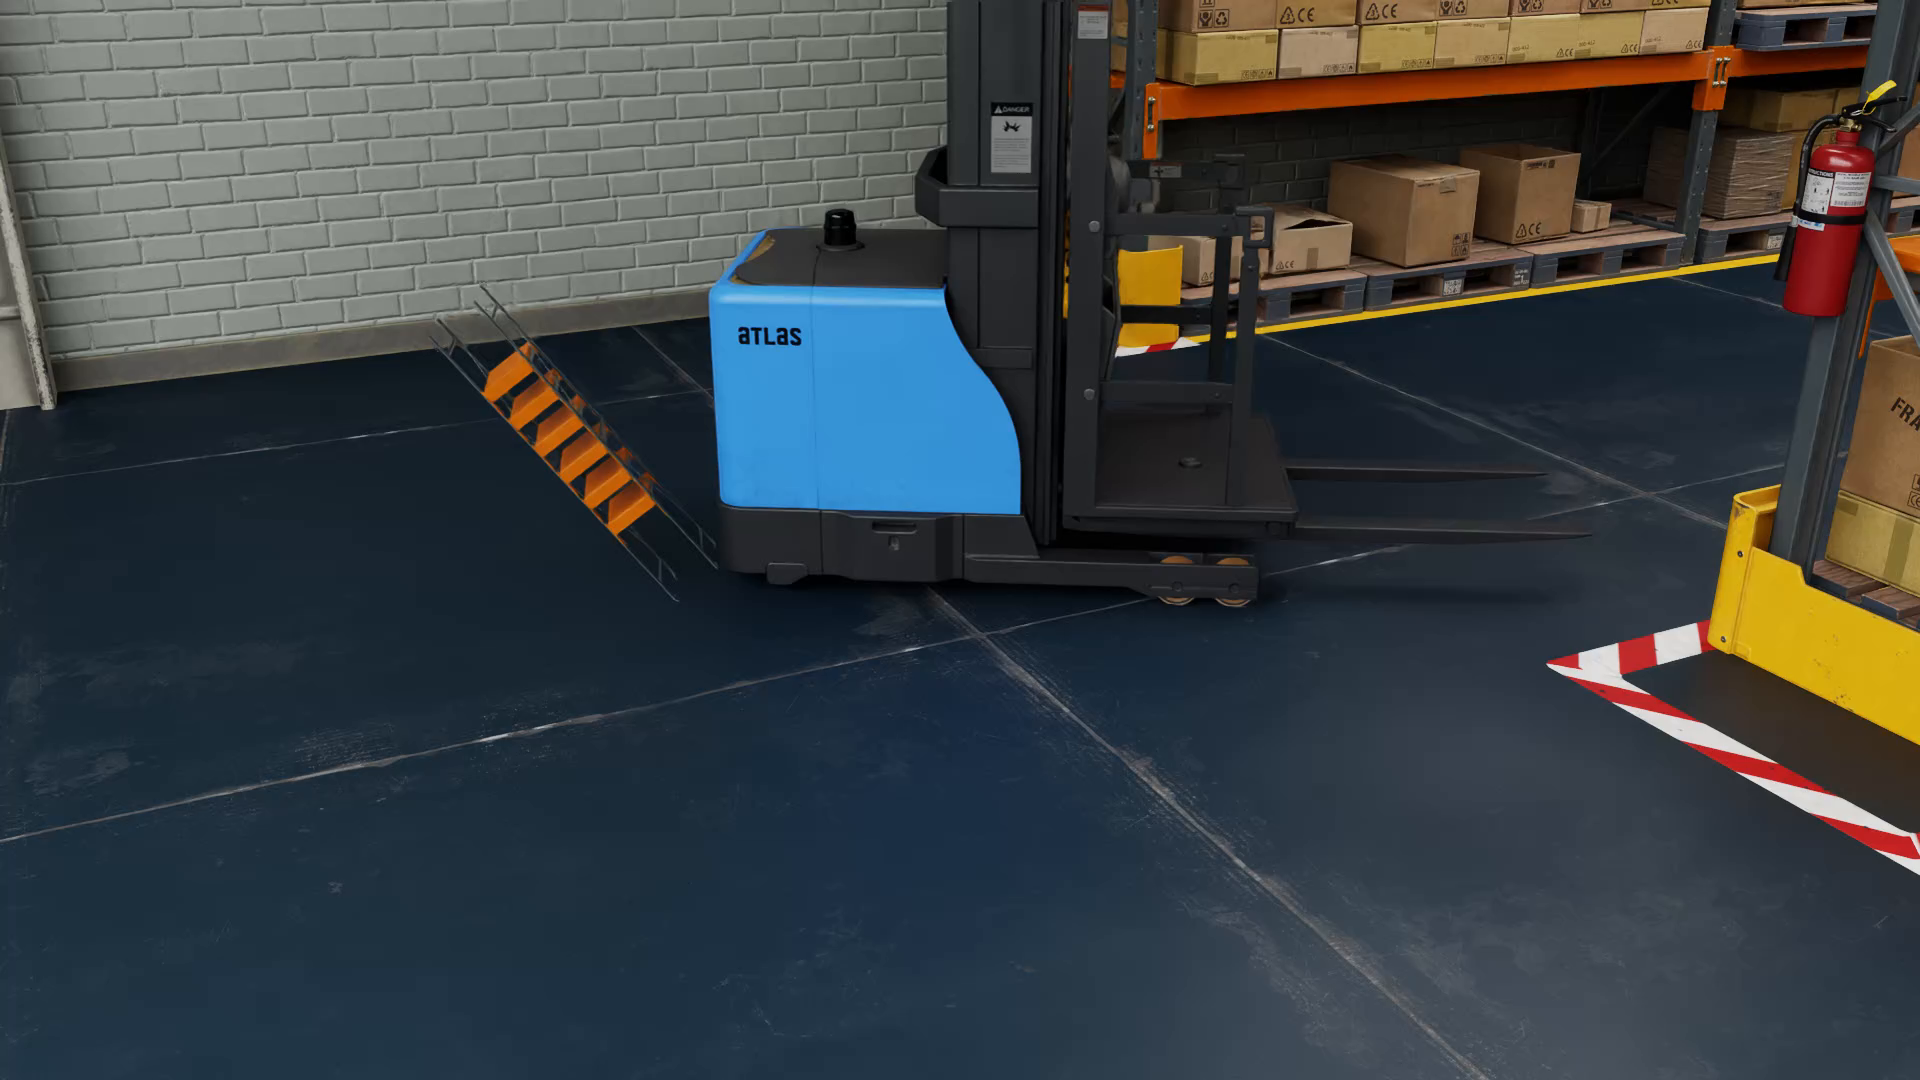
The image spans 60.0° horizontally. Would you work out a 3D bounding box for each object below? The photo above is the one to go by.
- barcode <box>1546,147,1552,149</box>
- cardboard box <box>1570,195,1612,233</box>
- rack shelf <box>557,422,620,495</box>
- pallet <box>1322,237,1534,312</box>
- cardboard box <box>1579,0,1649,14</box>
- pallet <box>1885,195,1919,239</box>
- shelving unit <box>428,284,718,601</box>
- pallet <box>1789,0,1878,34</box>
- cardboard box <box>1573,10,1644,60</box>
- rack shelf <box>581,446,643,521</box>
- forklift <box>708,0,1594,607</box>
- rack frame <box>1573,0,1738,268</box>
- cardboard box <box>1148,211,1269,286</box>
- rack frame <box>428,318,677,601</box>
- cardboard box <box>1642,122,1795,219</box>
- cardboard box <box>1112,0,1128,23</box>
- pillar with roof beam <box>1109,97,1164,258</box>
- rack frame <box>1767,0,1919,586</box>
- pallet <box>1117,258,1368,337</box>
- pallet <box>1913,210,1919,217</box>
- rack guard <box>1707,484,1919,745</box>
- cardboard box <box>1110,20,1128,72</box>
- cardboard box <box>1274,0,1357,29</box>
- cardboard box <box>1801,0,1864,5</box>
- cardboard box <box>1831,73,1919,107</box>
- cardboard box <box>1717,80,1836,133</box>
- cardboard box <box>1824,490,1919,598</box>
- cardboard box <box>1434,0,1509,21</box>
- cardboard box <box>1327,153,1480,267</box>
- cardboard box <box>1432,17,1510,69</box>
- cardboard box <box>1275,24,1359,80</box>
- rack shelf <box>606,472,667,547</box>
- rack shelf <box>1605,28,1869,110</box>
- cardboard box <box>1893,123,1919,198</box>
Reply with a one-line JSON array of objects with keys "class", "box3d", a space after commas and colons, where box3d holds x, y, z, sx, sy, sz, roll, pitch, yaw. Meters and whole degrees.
[{"class": "barcode", "box3d": [3.717, -2.451, 10.525, 0.075, 0.075, 0.001, -10, 25, -24]}, {"class": "cardboard box", "box3d": [3.838, -2.057, 10.427, 0.250, 0.166, 0.380, -14, 26, -30]}, {"class": "rack shelf", "box3d": [-1.250, -0.283, 5.611, 0.180, 0.103, 0.258, -37, 24, 6]}, {"class": "pallet", "box3d": [2.617, -1.646, 9.951, 1.213, 0.211, 1.003, -10, 25, -24]}, {"class": "cardboard box", "box3d": [3.568, -3.279, 9.438, 0.500, 0.500, 0.500, -11, 25, -24]}, {"class": "pallet", "box3d": [6.109, -2.307, 11.548, 1.213, 0.211, 1.003, -10, 25, -24]}, {"class": "shelving unit", "box3d": [-1.276, -0.315, 5.593, 0.189, 1.200, 0.258, -37, 24, 6]}, {"class": "pallet", "box3d": [6.146, -3.494, 11.021, 1.213, 0.211, 1.003, -10, 25, -24]}, {"class": "cardboard box", "box3d": [3.560, -2.939, 9.599, 0.500, 0.250, 0.500, -10, 25, -23]}, {"class": "rack shelf", "box3d": [-1.180, -0.198, 5.659, 0.180, 0.103, 0.258, -37, 24, 6]}, {"class": "forklift", "box3d": [0.693, -1.336, 5.644, 3.031, 2.935, 1.130, 2, 23, 4]}, {"class": "rack frame", "box3d": [4.307, -3.262, 10.209, 0.127, 3.000, 1.000, -10, 25, -24]}, {"class": "cardboard box", "box3d": [1.366, -1.643, 9.238, 0.500, 0.311, 0.500, -14, 26, -30]}, {"class": "rack frame", "box3d": [-1.349, -0.260, 5.603, 0.006, 1.200, 0.240, -37, 24, 6]}, {"class": "cardboard box", "box3d": [4.963, -2.438, 10.911, 0.500, 0.500, 0.700, -10, 24, -22]}, {"class": "cardboard box", "box3d": [1.036, -3.036, 8.853, 0.500, 0.500, 0.500, -11, 25, -24]}, {"class": "pillar with roof beam", "box3d": [2.826, -4.301, 4.875, 0.400, 9.000, 9.100, -10, 25, -24]}, {"class": "rack frame", "box3d": [2.855, -0.892, 4.483, 0.127, 3.000, 1.000, -10, 25, -24]}, {"class": "pallet", "box3d": [1.519, -1.445, 9.466, 1.213, 0.211, 1.003, -10, 25, -24]}, {"class": "pallet", "box3d": [7.207, -2.508, 12.033, 1.213, 0.211, 1.003, -10, 25, -24]}, {"class": "rack guard", "box3d": [2.833, 0.267, 4.952, 0.348, 0.500, 1.175, -10, 25, -24]}, {"class": "cardboard box", "box3d": [1.040, -2.683, 8.979, 0.500, 0.250, 0.500, -10, 25, -23]}, {"class": "cardboard box", "box3d": [1.713, -2.939, 8.618, 0.500, 0.500, 0.500, -10, 25, -23]}, {"class": "cardboard box", "box3d": [5.287, -3.674, 10.499, 0.500, 0.500, 0.700, -8, 24, -18]}, {"class": "cardboard box", "box3d": [6.283, -3.023, 11.344, 0.500, 0.250, 0.500, -11, 25, -24]}, {"class": "cardboard box", "box3d": [5.359, -2.859, 10.947, 0.500, 0.250, 0.500, -11, 25, -25]}, {"class": "cardboard box", "box3d": [3.210, -0.006, 5.390, 0.500, 0.250, 0.500, -10, 25, -24]}, {"class": "cardboard box", "box3d": [2.642, -3.112, 9.037, 0.500, 0.500, 0.500, -10, 24, -22]}, {"class": "cardboard box", "box3d": [2.562, -1.930, 9.683, 0.500, 0.500, 0.700, -12, 25, -27]}, {"class": "cardboard box", "box3d": [2.660, -2.767, 9.182, 0.500, 0.250, 0.500, -10, 25, -23]}, {"class": "cardboard box", "box3d": [1.742, -2.601, 8.782, 0.500, 0.250, 0.500, -11, 25, -25]}, {"class": "rack shelf", "box3d": [-1.110, -0.113, 5.707, 0.180, 0.103, 0.258, -37, 24, 6]}, {"class": "rack shelf", "box3d": [6.110, -3.261, 11.148, 4.000, 0.370, 1.077, -10, 25, -24]}, {"class": "cardboard box", "box3d": [6.335, -2.699, 11.541, 0.500, 0.500, 0.700, -11, 25, -24]}]
